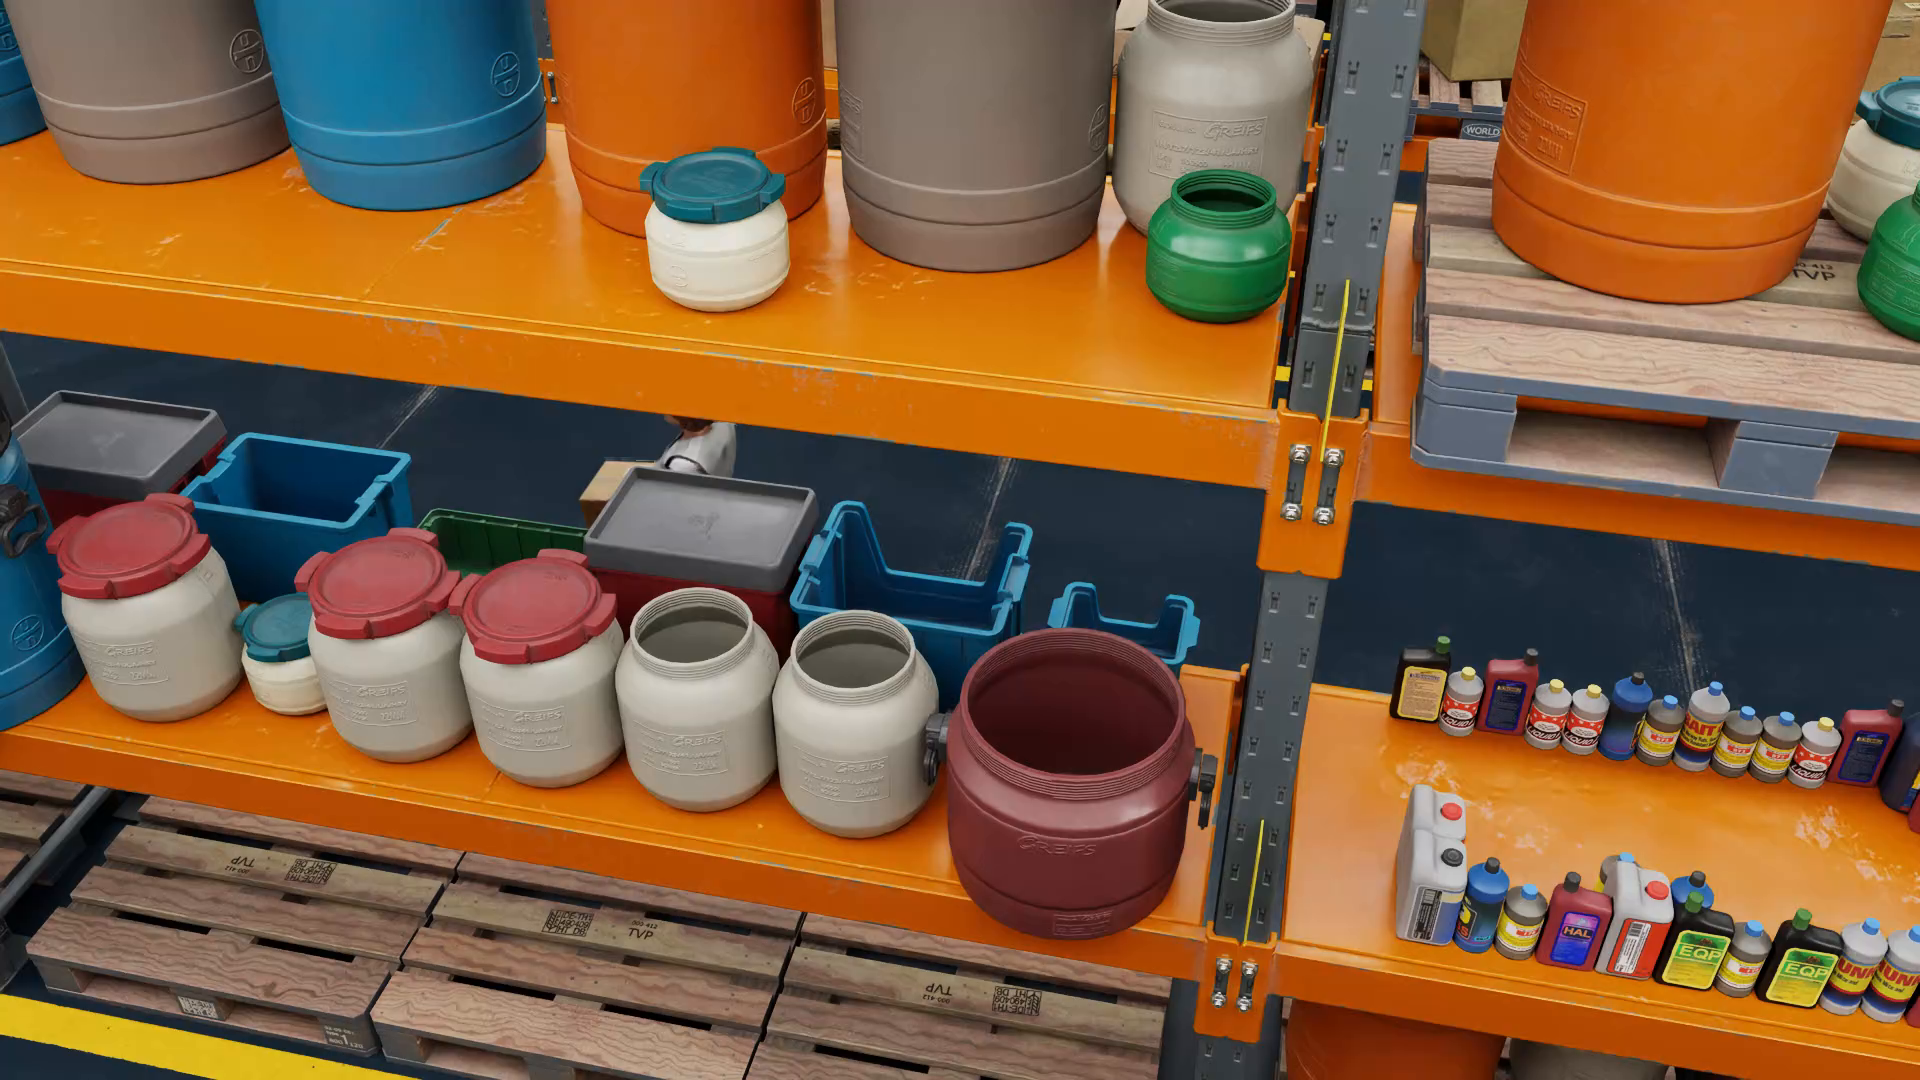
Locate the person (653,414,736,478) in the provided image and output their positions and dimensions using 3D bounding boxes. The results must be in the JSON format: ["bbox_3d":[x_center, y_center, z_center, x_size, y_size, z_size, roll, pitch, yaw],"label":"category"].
[{"bbox_3d":[-1.021,0.041,6.101,0.489,1.596,0.425,7,38,10],"label":"person"}]
